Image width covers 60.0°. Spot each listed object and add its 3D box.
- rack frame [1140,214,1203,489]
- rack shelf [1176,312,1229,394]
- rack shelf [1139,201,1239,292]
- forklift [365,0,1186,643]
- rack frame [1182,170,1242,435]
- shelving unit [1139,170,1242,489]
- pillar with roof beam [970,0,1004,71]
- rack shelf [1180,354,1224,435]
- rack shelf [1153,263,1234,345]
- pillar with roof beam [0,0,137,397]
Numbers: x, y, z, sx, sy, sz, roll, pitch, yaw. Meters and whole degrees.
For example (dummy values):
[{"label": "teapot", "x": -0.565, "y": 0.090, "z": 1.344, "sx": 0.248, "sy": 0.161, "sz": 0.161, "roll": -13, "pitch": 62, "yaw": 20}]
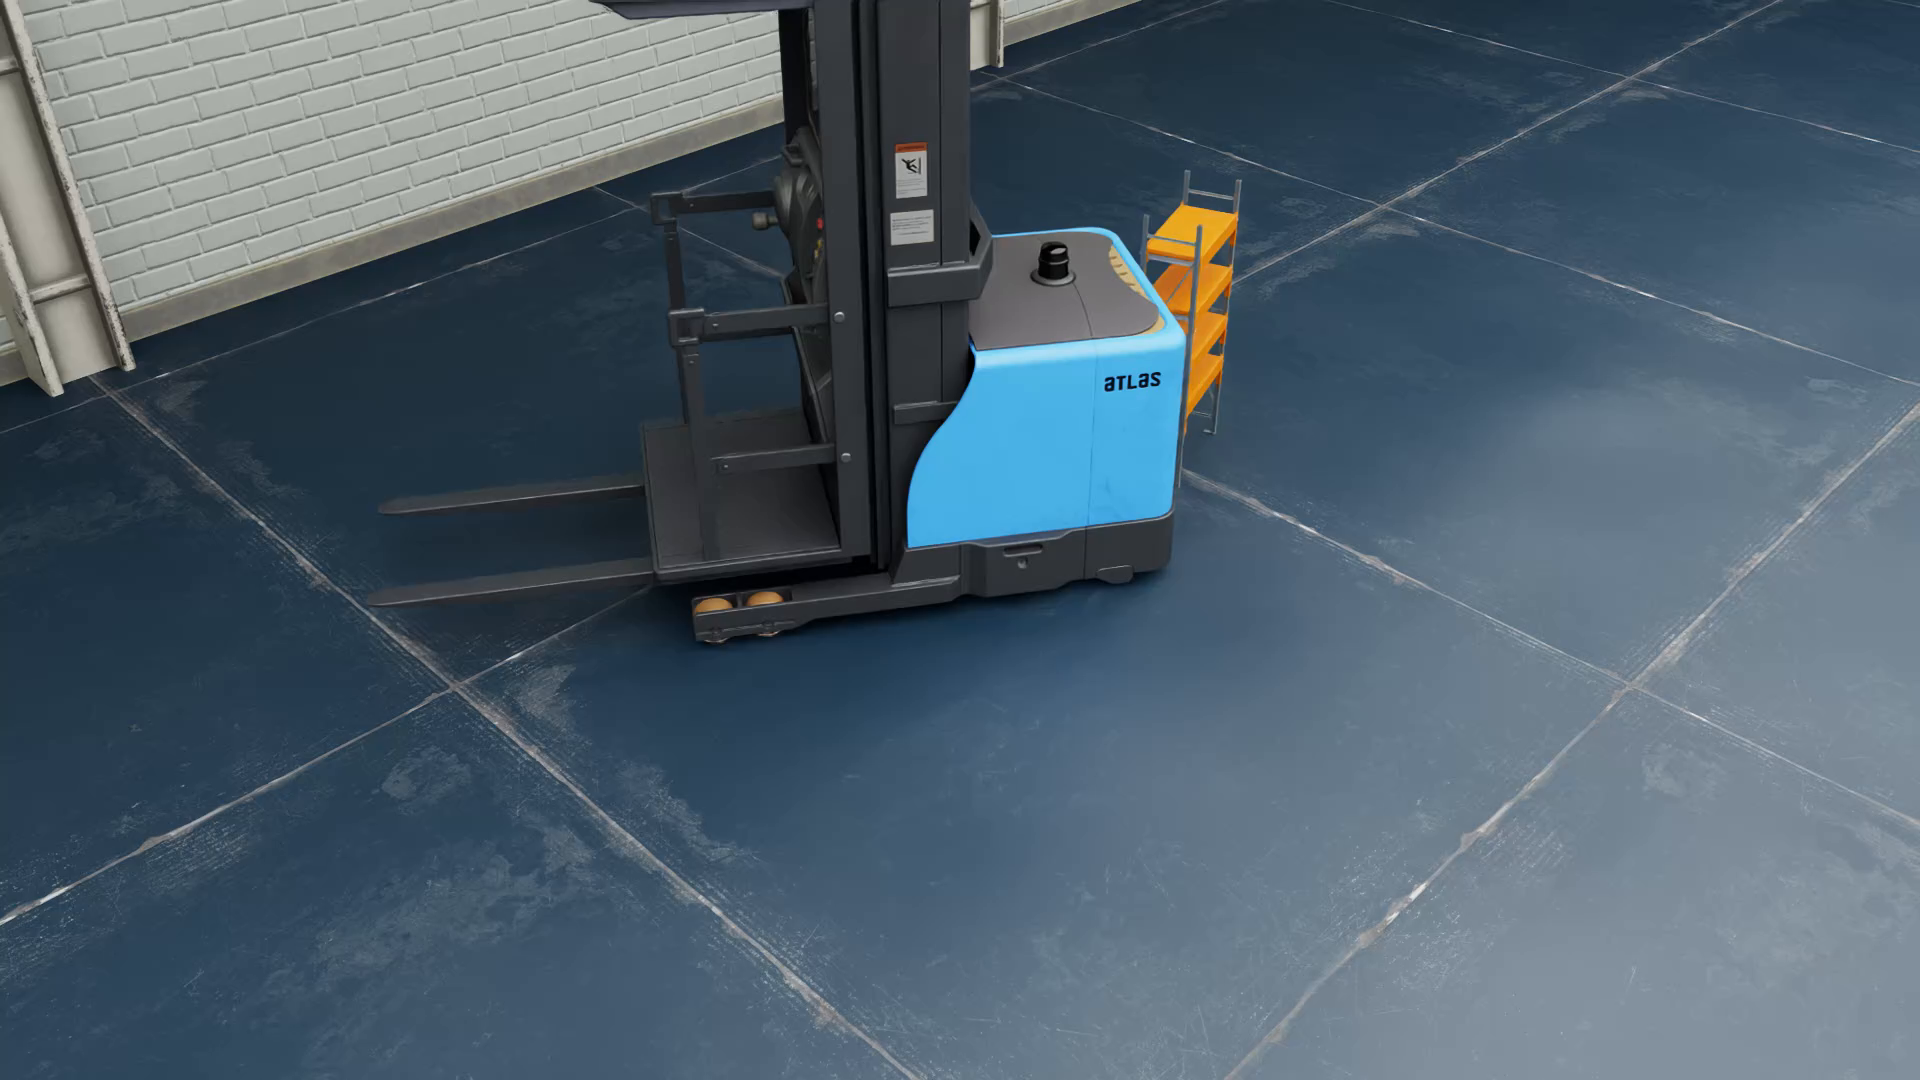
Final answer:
[{"label": "rack frame", "x": 0.823, "y": -0.743, "z": 6.766, "sx": 0.240, "sy": 1.200, "sz": 0.015, "roll": 15, "pitch": 38, "yaw": 21}, {"label": "rack shelf", "x": 0.927, "y": -0.814, "z": 6.985, "sx": 0.258, "sy": 0.148, "sz": 0.480, "roll": 15, "pitch": 38, "yaw": 21}, {"label": "rack shelf", "x": 0.927, "y": -1.191, "z": 6.722, "sx": 0.258, "sy": 0.148, "sz": 0.480, "roll": 15, "pitch": 38, "yaw": 21}, {"label": "forklift", "x": -0.742, "y": -1.150, "z": 5.837, "sx": 3.031, "sy": 2.935, "sz": 1.130, "roll": -7, "pitch": 35, "yaw": -10}, {"label": "rack frame", "x": 1.032, "y": -0.995, "z": 7.128, "sx": 0.240, "sy": 1.200, "sz": 0.015, "roll": 15, "pitch": 38, "yaw": 21}, {"label": "shelving unit", "x": 0.927, "y": -0.869, "z": 6.947, "sx": 0.258, "sy": 1.200, "sz": 0.503, "roll": 15, "pitch": 38, "yaw": 21}, {"label": "pillar with roof beam", "x": 3.109, "y": -5.195, "z": 6.333, "sx": 9.100, "sy": 9.000, "sz": 0.400, "roll": 30, "pitch": 45, "yaw": 35}, {"label": "rack shelf", "x": 0.927, "y": -0.651, "z": 7.099, "sx": 0.258, "sy": 0.148, "sz": 0.480, "roll": 15, "pitch": 38, "yaw": 21}, {"label": "rack shelf", "x": 0.927, "y": -0.997, "z": 6.857, "sx": 0.258, "sy": 0.148, "sz": 0.480, "roll": 15, "pitch": 38, "yaw": 21}, {"label": "pillar with roof beam", "x": -1.118, "y": -2.760, "z": 2.841, "sx": 9.100, "sy": 9.000, "sz": 0.400, "roll": 30, "pitch": 45, "yaw": 35}]
